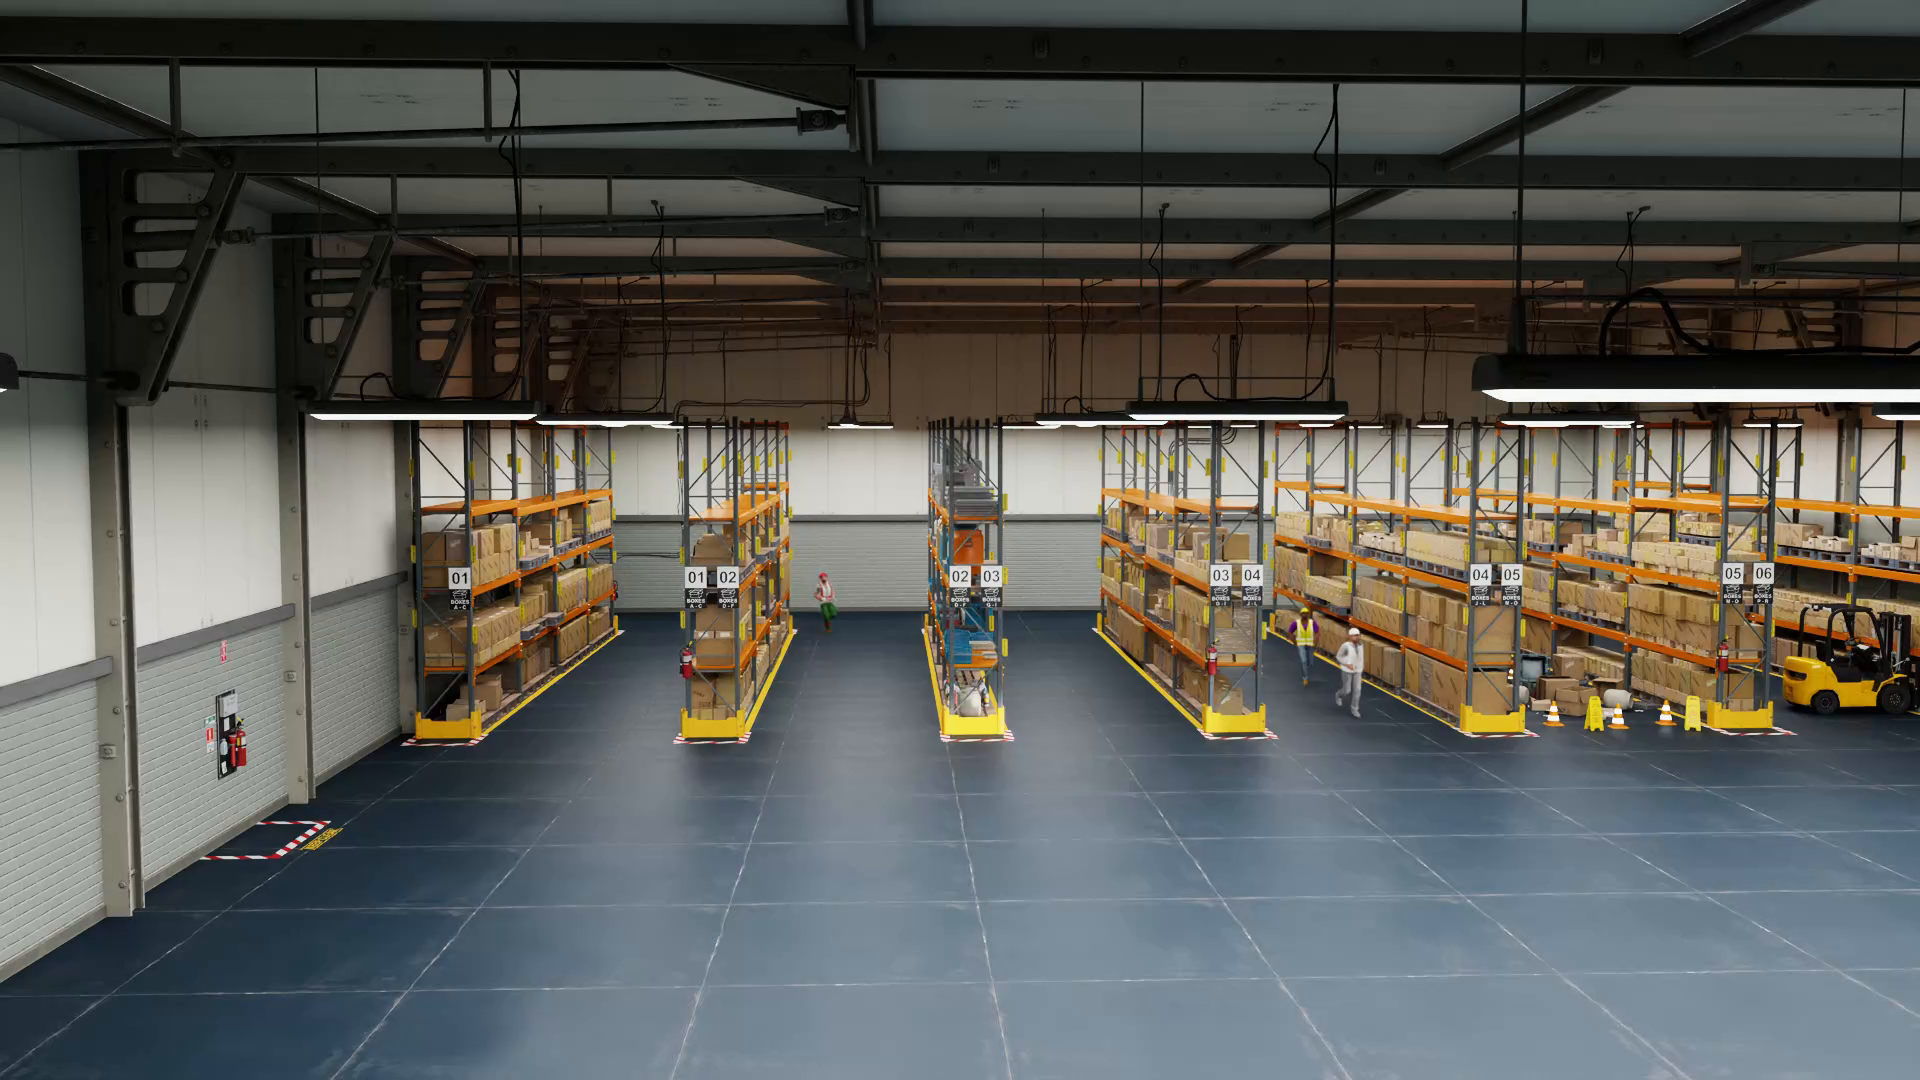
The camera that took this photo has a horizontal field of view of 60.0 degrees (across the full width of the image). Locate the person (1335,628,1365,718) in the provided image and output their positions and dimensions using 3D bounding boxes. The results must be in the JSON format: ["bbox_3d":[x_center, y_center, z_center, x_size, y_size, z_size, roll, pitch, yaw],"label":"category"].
[{"bbox_3d":[7.919,2.658,33.679,0.683,1.764,0.925,-1,4,-17],"label":"person"}]

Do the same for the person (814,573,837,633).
[{"bbox_3d":[-3.843,1.783,47.270,0.667,1.716,0.572,-2,4,-30],"label":"person"}]

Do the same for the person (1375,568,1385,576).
[{"bbox_3d":[12.493,1.601,49.322,0.934,1.793,0.687,1,4,10],"label":"person"}]

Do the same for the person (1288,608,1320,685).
[{"bbox_3d":[7.857,2.405,37.941,0.698,1.726,0.866,0,4,-1],"label":"person"}]
